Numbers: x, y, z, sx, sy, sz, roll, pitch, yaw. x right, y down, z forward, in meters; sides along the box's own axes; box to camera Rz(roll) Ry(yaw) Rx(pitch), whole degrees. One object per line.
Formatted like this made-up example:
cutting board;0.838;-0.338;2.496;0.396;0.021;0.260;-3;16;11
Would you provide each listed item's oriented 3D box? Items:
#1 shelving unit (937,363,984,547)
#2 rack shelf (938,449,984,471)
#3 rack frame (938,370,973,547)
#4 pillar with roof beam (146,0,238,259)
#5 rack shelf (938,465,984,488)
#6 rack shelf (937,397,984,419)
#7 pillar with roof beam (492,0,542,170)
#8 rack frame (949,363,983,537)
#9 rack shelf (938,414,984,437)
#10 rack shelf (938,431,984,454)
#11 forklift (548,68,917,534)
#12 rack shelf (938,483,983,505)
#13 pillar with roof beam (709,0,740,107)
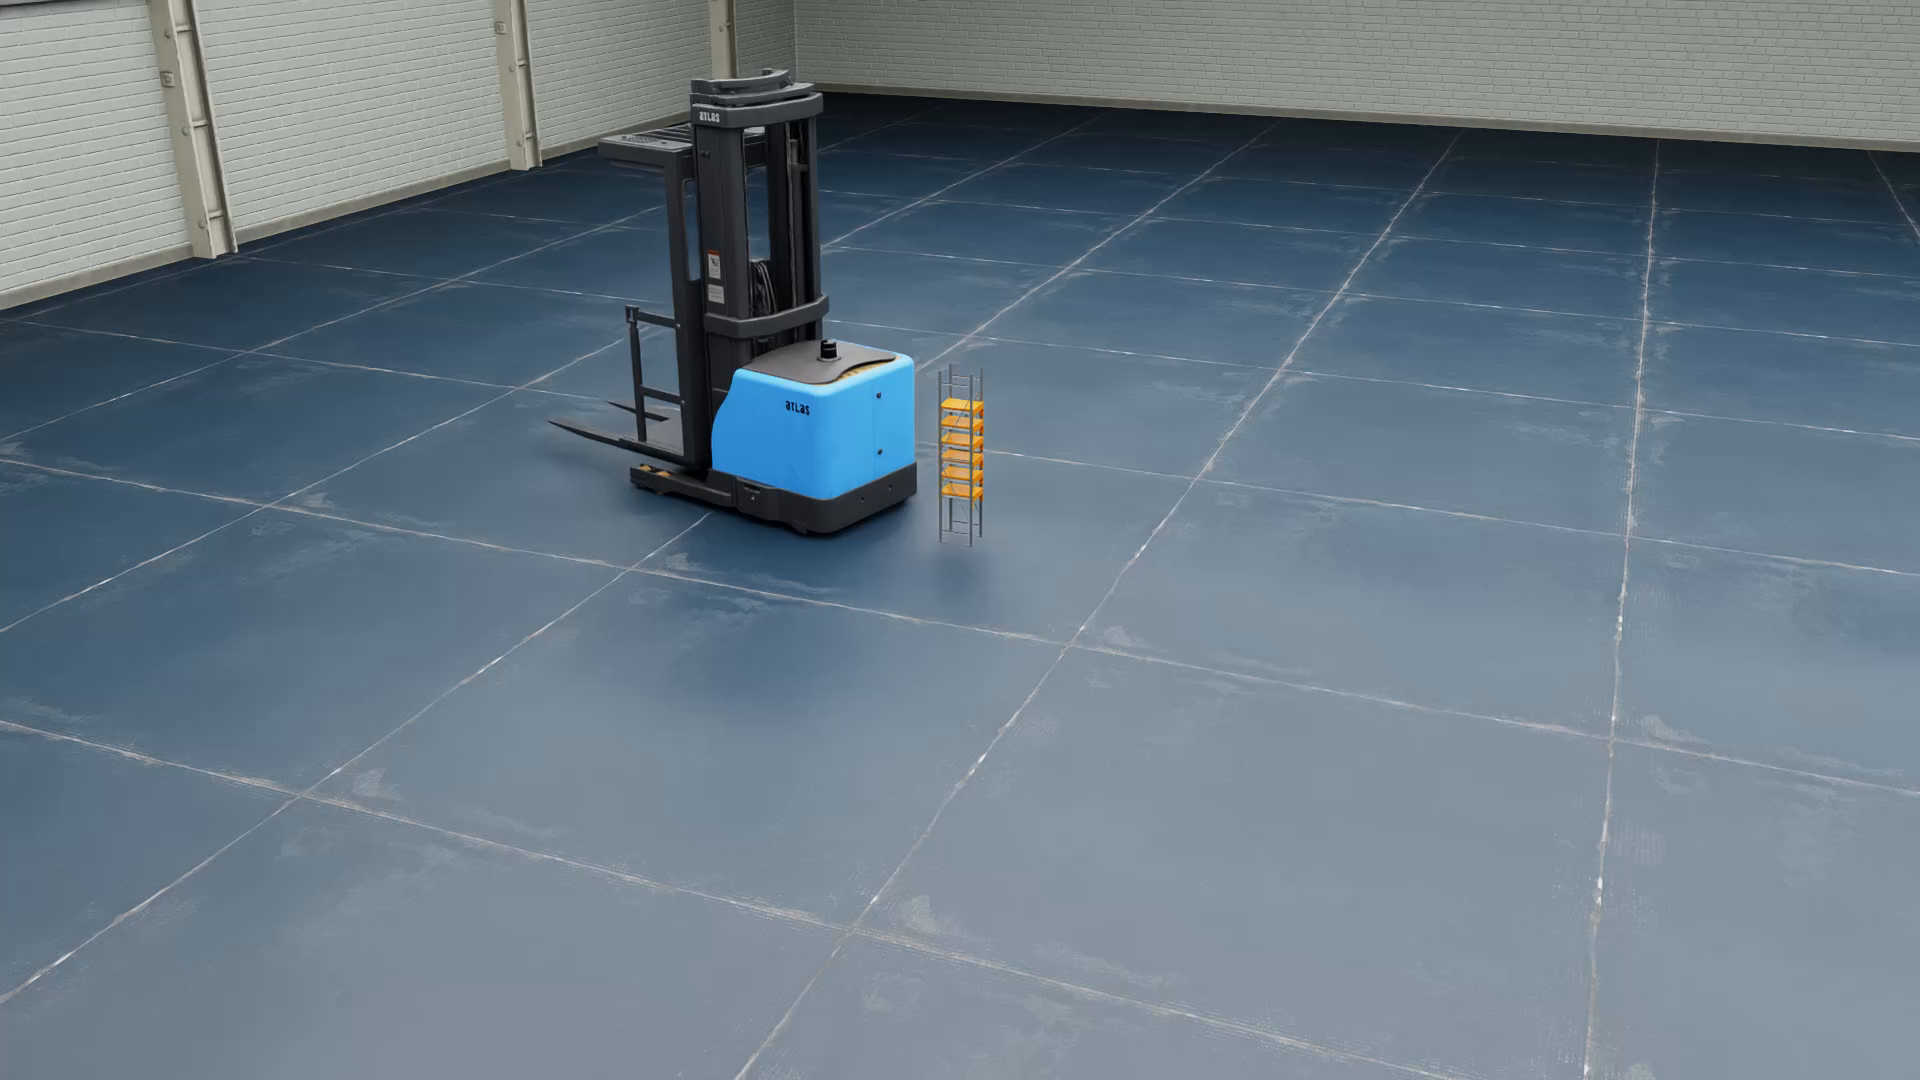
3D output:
shelving unit;0.005;-0.559;11.031;0.258;1.200;0.189;9;24;20
rack shelf;0.005;-0.518;11.048;0.258;0.103;0.180;9;24;20
rack frame;-0.029;-0.526;10.953;0.240;1.200;0.006;9;24;20
pillar with roof beam;-4.569;-6.827;15.918;9.100;9.000;0.400;9;24;20
rack shelf;0.005;-0.407;11.095;0.258;0.103;0.180;9;24;20
rack shelf;0.005;-0.850;10.910;0.258;0.103;0.180;9;24;20
pillar with roof beam;-2.340;-8.974;21.058;9.100;9.000;0.400;9;24;20
rack frame;0.039;-0.592;11.110;0.240;1.200;0.006;9;24;20
rack shelf;0.005;-0.739;10.956;0.258;0.103;0.180;9;24;20
rack shelf;0.005;-0.629;11.002;0.258;0.103;0.180;9;24;20
forklift;-1.788;-1.828;11.824;3.031;2.935;1.130;16;28;34
rack shelf;0.005;-0.296;11.141;0.258;0.103;0.180;9;24;20
pillar with roof beam;-0.111;-11.121;26.199;9.100;9.000;0.400;9;24;20
